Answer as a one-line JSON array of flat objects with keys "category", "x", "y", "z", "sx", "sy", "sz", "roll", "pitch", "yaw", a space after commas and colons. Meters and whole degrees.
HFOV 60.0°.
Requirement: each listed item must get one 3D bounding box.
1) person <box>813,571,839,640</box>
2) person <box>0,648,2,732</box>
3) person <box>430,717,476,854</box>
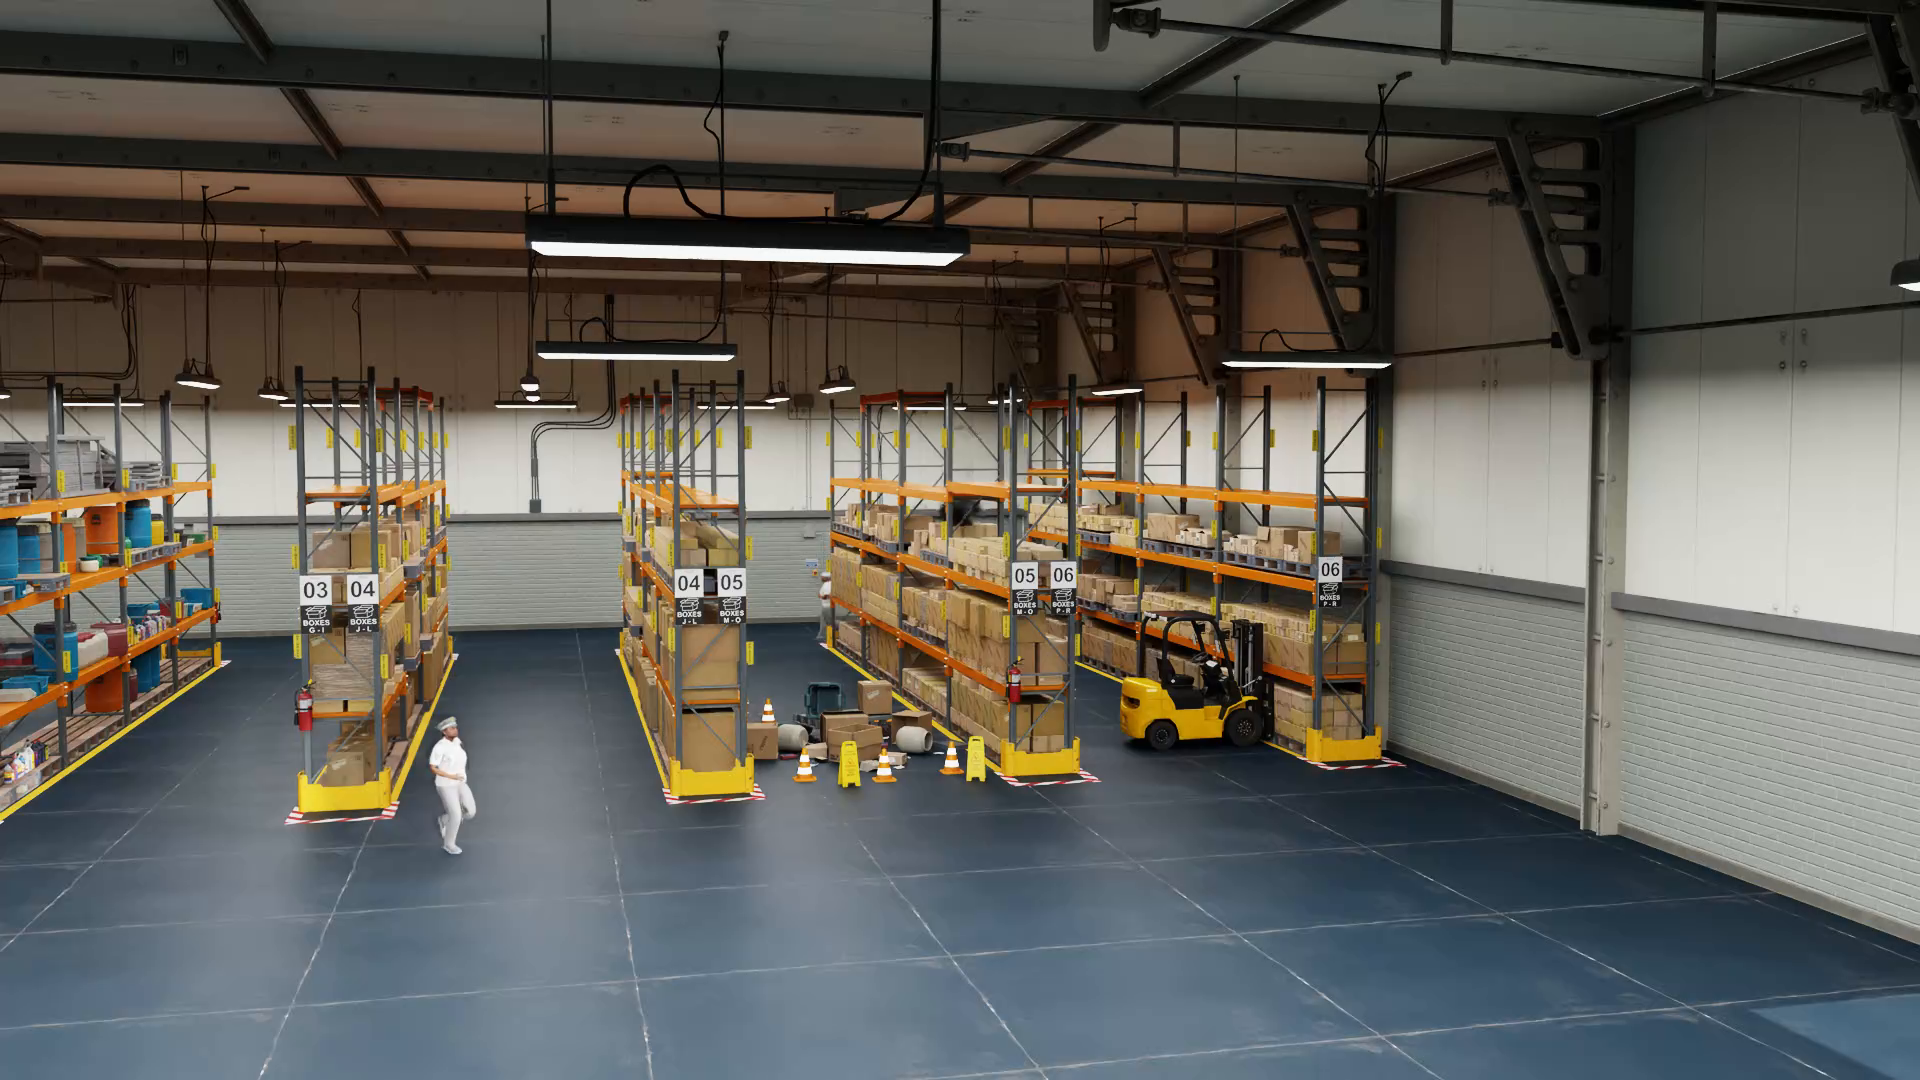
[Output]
[{"category": "person", "x": -3.276, "y": 1.656, "z": 41.629, "sx": 0.892, "sy": 1.783, "sz": 0.717, "roll": 0, "pitch": 3, "yaw": 3}, {"category": "person", "x": -16.335, "y": 2.531, "z": 28.087, "sx": 0.513, "sy": 1.559, "sz": 0.601, "roll": -1, "pitch": 4, "yaw": -18}, {"category": "person", "x": -6.166, "y": 2.970, "z": 20.226, "sx": 0.500, "sy": 1.663, "sz": 0.629, "roll": 1, "pitch": 4, "yaw": 21}]
